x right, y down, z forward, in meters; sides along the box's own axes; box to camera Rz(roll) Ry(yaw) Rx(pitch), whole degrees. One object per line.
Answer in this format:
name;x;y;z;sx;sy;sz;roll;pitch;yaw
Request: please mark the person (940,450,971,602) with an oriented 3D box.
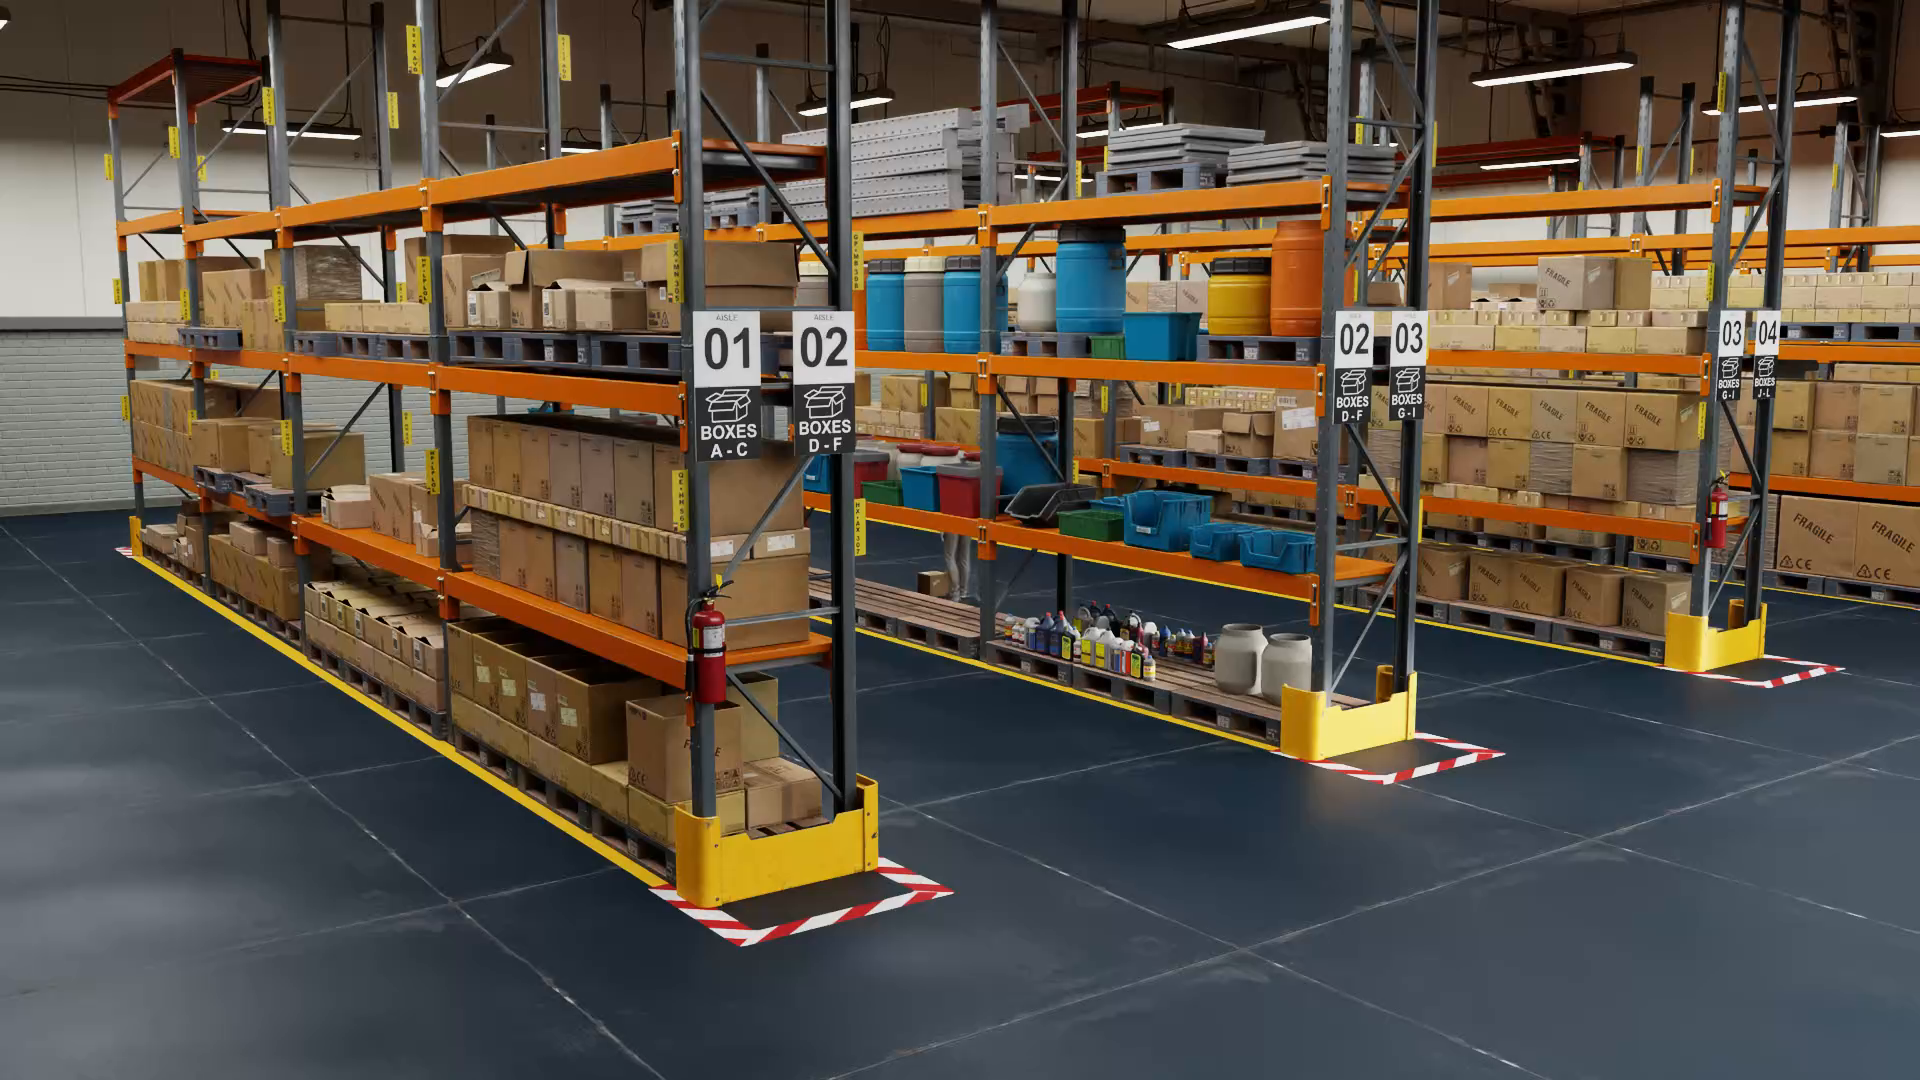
person;-0.031;-0.155;18.373;0.501;1.698;0.542;-4;9;-29
